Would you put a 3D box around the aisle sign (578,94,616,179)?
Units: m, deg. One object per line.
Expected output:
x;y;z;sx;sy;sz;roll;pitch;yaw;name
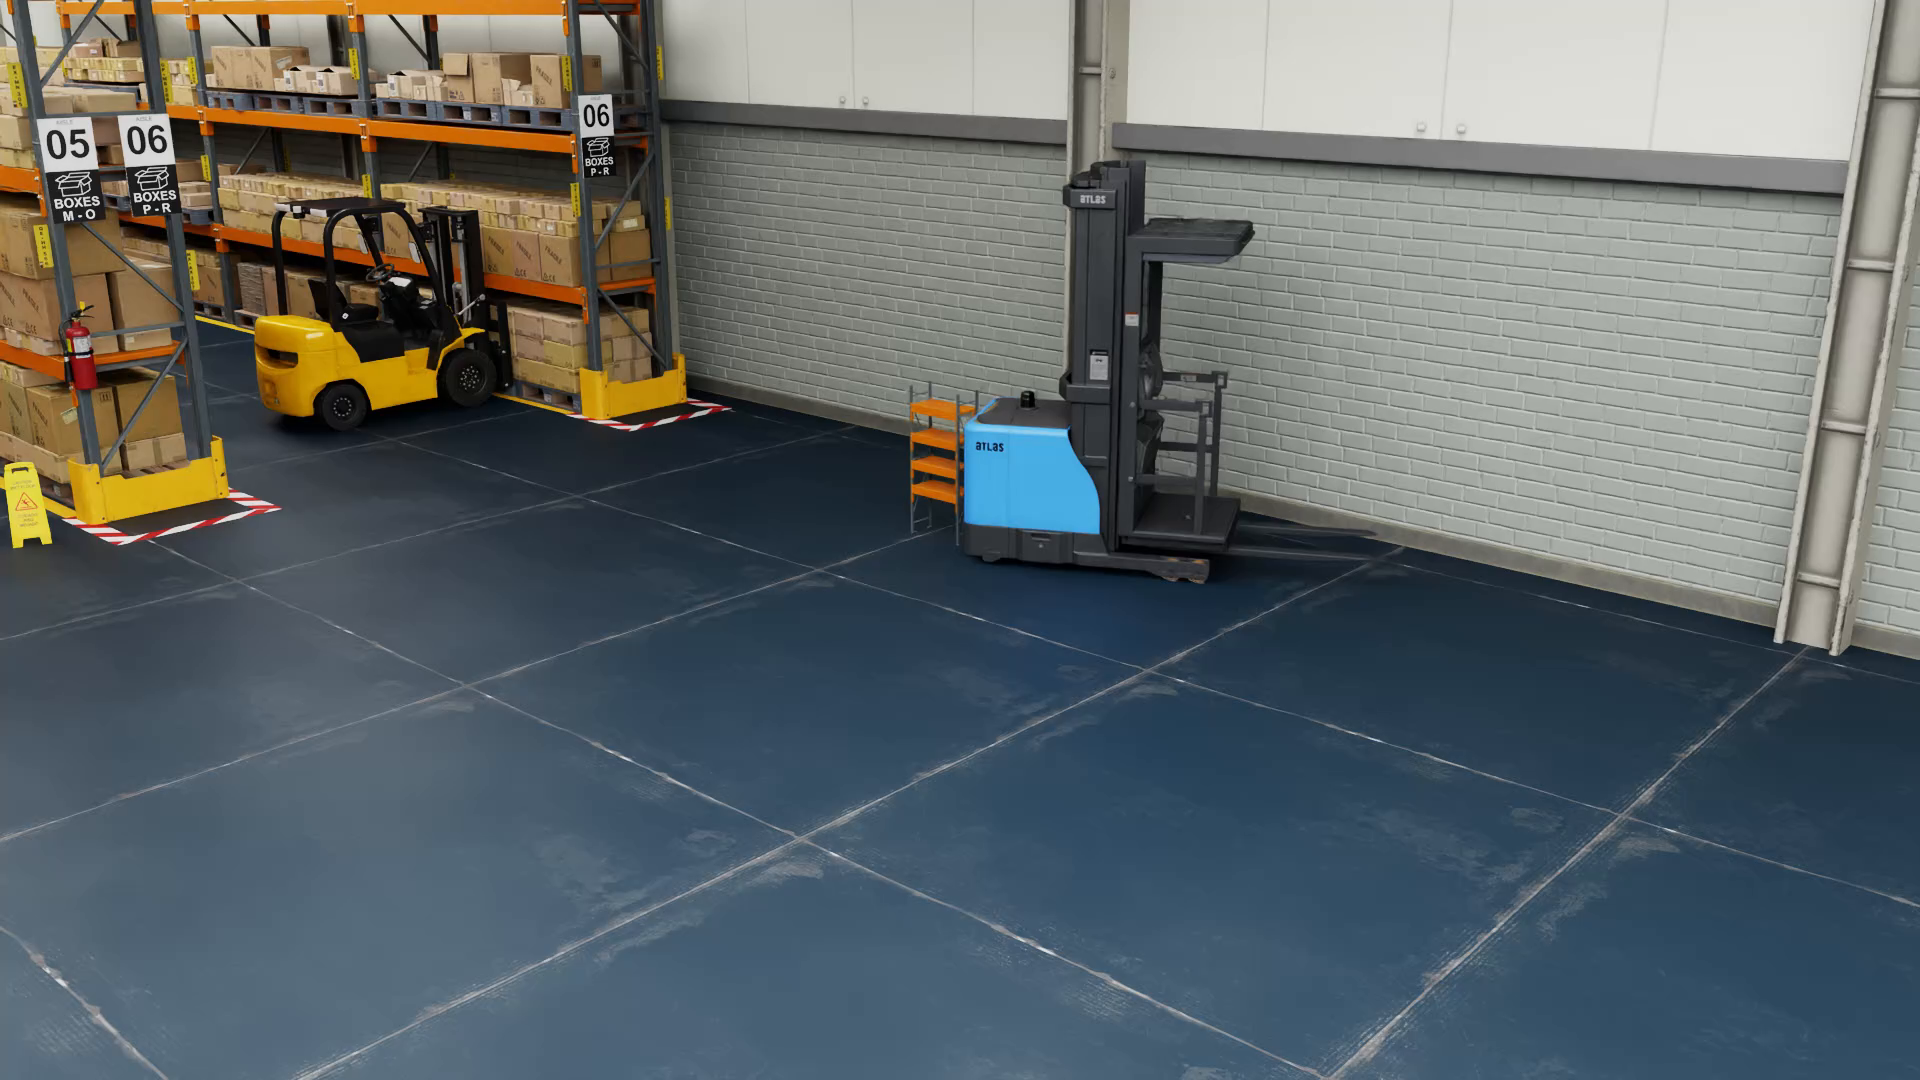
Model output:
-3.572;-3.978;16.391;0.004;0.787;0.394;15;23;39;aisle sign

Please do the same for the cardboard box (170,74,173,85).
-10.410;-6.145;22.146;0.250;0.149;0.380;15;23;39;cardboard box

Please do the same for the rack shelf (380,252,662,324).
-4.922;-2.878;18.409;4.000;0.370;1.077;15;23;39;rack shelf

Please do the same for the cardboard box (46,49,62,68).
-12.939;-7.013;24.223;0.500;0.250;0.500;15;23;39;cardboard box

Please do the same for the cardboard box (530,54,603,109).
-3.919;-4.578;16.594;0.500;0.500;0.500;16;24;41;cardboard box

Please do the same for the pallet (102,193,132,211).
-11.876;-4.952;24.073;1.213;0.211;1.003;15;23;39;pallet

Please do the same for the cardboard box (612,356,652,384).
-3.664;-1.851;17.838;0.500;0.250;0.500;15;23;39;cardboard box

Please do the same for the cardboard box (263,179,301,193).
-8.545;-4.459;20.965;0.250;0.149;0.380;15;23;40;cardboard box

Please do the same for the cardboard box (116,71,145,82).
-11.275;-6.333;22.706;0.250;0.149;0.380;16;23;40;cardboard box

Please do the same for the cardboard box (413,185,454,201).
-5.924;-3.908;18.738;0.250;0.149;0.380;14;23;38;cardboard box

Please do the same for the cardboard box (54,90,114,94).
-7.194;-3.614;13.678;0.250;0.149;0.380;15;23;39;cardboard box

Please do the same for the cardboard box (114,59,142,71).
-11.278;-6.473;22.654;0.250;0.149;0.380;15;23;40;cardboard box

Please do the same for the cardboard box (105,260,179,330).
-6.888;-2.042;13.931;0.500;0.500;0.500;15;23;38;cardboard box

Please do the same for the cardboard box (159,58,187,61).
-10.930;-6.591;23.025;0.250;0.149;0.380;16;23;41;cardboard box

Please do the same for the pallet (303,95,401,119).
-7.086;-5.135;19.690;1.217;0.209;0.805;14;22;37;pallet

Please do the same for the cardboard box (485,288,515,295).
-5.163;-2.730;18.954;0.500;0.250;0.500;15;23;40;cardboard box

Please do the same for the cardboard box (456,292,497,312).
-5.509;-2.618;18.600;0.500;0.250;0.500;16;24;41;cardboard box

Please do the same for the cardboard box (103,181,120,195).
-11.801;-5.224;23.755;0.500;0.500;0.700;15;23;40;cardboard box

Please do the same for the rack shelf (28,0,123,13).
-13.897;-8.145;25.094;4.000;0.370;1.077;15;23;39;rack shelf

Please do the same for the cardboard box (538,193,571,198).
-4.305;-3.644;17.904;0.250;0.149;0.380;16;24;41;cardboard box

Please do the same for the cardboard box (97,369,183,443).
-7.156;-1.171;14.455;0.500;0.500;0.500;14;22;37;cardboard box

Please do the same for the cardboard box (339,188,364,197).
-7.174;-4.106;19.853;0.250;0.149;0.380;15;23;39;cardboard box

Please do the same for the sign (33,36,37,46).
-15.010;-8.005;26.953;0.005;0.325;0.100;15;23;39;sign

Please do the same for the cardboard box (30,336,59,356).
-7.403;-1.628;13.697;0.250;0.149;0.380;15;23;39;cardboard box

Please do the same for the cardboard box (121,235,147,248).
-12.051;-4.376;24.307;0.250;0.149;0.380;14;23;38;cardboard box

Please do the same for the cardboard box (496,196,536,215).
-4.658;-3.525;17.530;0.250;0.149;0.380;16;23;41;cardboard box

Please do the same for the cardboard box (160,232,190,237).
-11.547;-4.439;24.506;0.250;0.149;0.380;15;23;40;cardboard box

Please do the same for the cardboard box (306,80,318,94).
-7.442;-5.332;19.551;0.250;0.149;0.380;15;23;39;cardboard box

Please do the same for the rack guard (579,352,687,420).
-3.408;-1.623;17.398;0.348;0.500;1.175;15;23;39;rack guard

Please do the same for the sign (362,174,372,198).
-6.771;-4.011;19.010;0.005;0.325;0.100;15;23;39;sign

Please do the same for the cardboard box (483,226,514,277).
-4.734;-3.115;17.803;0.500;0.500;0.500;14;23;38;cardboard box

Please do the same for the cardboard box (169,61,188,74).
-10.222;-6.236;21.940;0.250;0.149;0.380;14;22;37;cardboard box

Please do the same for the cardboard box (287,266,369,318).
-7.955;-3.101;21.154;0.625;0.625;0.875;14;22;37;cardboard box

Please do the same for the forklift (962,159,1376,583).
1.591;-1.259;12.232;3.031;2.935;1.130;5;18;14;forklift

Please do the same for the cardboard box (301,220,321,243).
-7.699;-3.799;20.371;0.500;0.250;0.500;15;23;40;cardboard box

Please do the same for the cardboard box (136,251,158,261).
-11.414;-3.883;23.827;0.500;0.500;0.500;14;22;38;cardboard box

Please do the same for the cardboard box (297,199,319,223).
-7.723;-4.035;20.289;0.500;0.250;0.500;16;23;40;cardboard box

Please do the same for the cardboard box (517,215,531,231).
-4.414;-3.345;17.455;0.250;0.149;0.380;15;23;39;cardboard box

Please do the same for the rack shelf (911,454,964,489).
-0.126;-0.541;13.056;0.480;0.148;0.258;15;23;39;rack shelf

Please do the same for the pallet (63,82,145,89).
-11.960;-6.422;23.739;1.003;0.211;1.213;15;23;39;pallet

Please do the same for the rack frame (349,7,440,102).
-6.418;-6.481;18.658;0.127;3.000;1.000;15;23;39;rack frame

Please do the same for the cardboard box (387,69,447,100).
-5.958;-5.035;18.347;0.500;0.311;0.500;16;23;40;cardboard box

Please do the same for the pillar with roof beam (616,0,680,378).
-6.206;-5.048;14.142;0.400;9.000;9.100;15;23;39;pillar with roof beam

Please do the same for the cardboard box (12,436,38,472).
-7.884;-0.792;14.500;0.500;0.250;0.500;15;23;39;cardboard box

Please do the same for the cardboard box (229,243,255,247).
-10.155;-4.085;23.391;0.250;0.149;0.380;14;22;37;cardboard box

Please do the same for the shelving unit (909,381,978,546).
-0.126;-0.605;13.035;0.503;1.200;0.258;15;23;39;shelving unit

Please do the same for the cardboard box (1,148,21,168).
-7.379;-3.056;13.239;0.250;0.149;0.380;15;23;40;cardboard box

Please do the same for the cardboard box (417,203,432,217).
-5.811;-3.691;18.547;0.250;0.149;0.380;16;23;40;cardboard box

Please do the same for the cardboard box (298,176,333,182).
-8.235;-4.566;21.302;0.250;0.149;0.380;15;23;39;cardboard box

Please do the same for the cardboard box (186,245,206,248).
-10.694;-4.009;23.150;0.250;0.149;0.380;15;23;38;cardboard box

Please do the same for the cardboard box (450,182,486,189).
-5.612;-4.015;19.075;0.250;0.149;0.380;15;23;39;cardboard box
